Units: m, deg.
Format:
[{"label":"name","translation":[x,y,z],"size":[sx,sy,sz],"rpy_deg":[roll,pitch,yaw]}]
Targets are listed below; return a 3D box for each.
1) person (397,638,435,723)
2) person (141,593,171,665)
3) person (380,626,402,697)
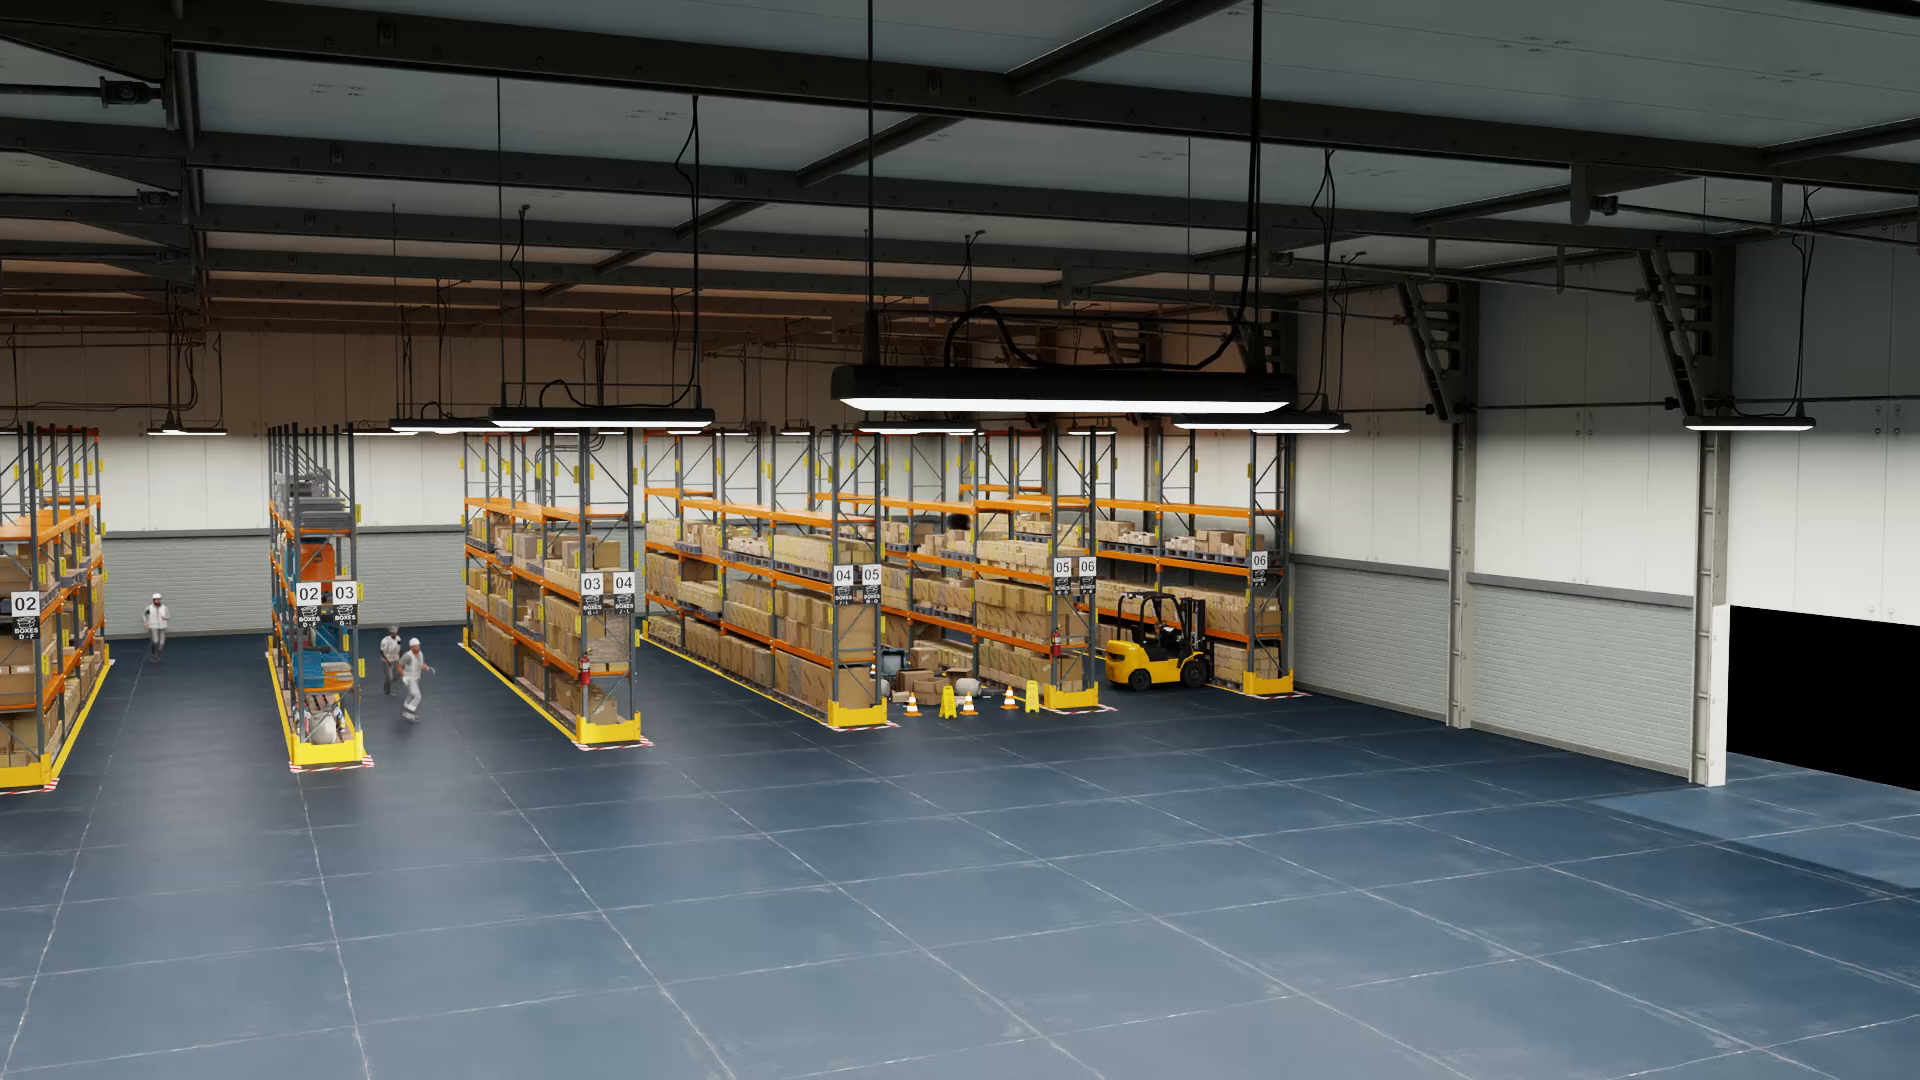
[{"label":"person","translation":[-11.025,2.826,33.657],"size":[0.795,1.717,0.678],"rpy_deg":[1,4,9]},{"label":"person","translation":[-20.416,2.260,42.281],"size":[0.638,1.800,0.721],"rpy_deg":[-3,4,-39]},{"label":"person","translation":[-12.648,2.685,36.861],"size":[0.763,1.611,0.572],"rpy_deg":[2,4,35]}]
